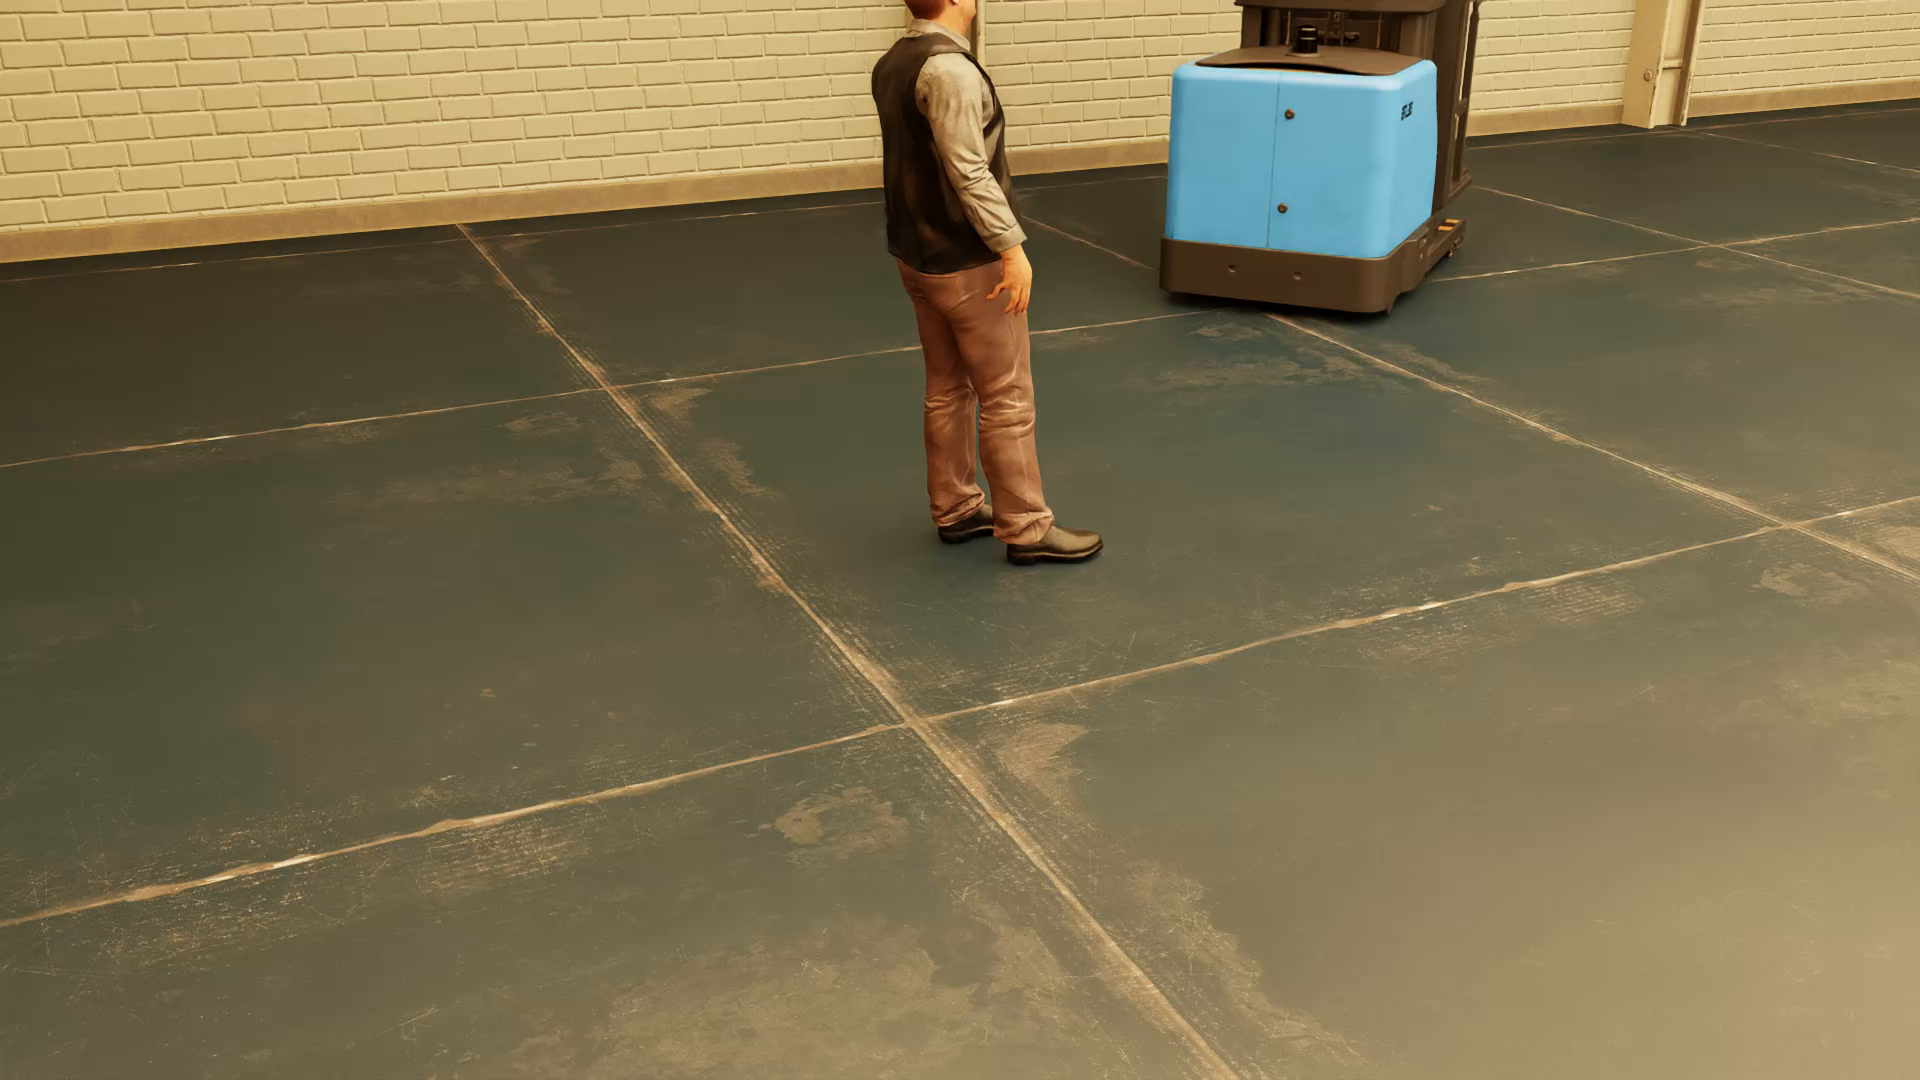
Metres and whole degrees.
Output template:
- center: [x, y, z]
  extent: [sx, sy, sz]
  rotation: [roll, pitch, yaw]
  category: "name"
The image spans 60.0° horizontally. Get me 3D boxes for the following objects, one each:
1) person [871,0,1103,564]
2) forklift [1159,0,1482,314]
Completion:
- center: [0.059, -0.809, 4.791]
  extent: [0.568, 1.720, 0.632]
  rotation: [-10, 25, -23]
  category: "person"
- center: [2.029, -2.884, 8.227]
  extent: [1.130, 2.935, 3.031]
  rotation: [11, 25, 24]
  category: "forklift"
